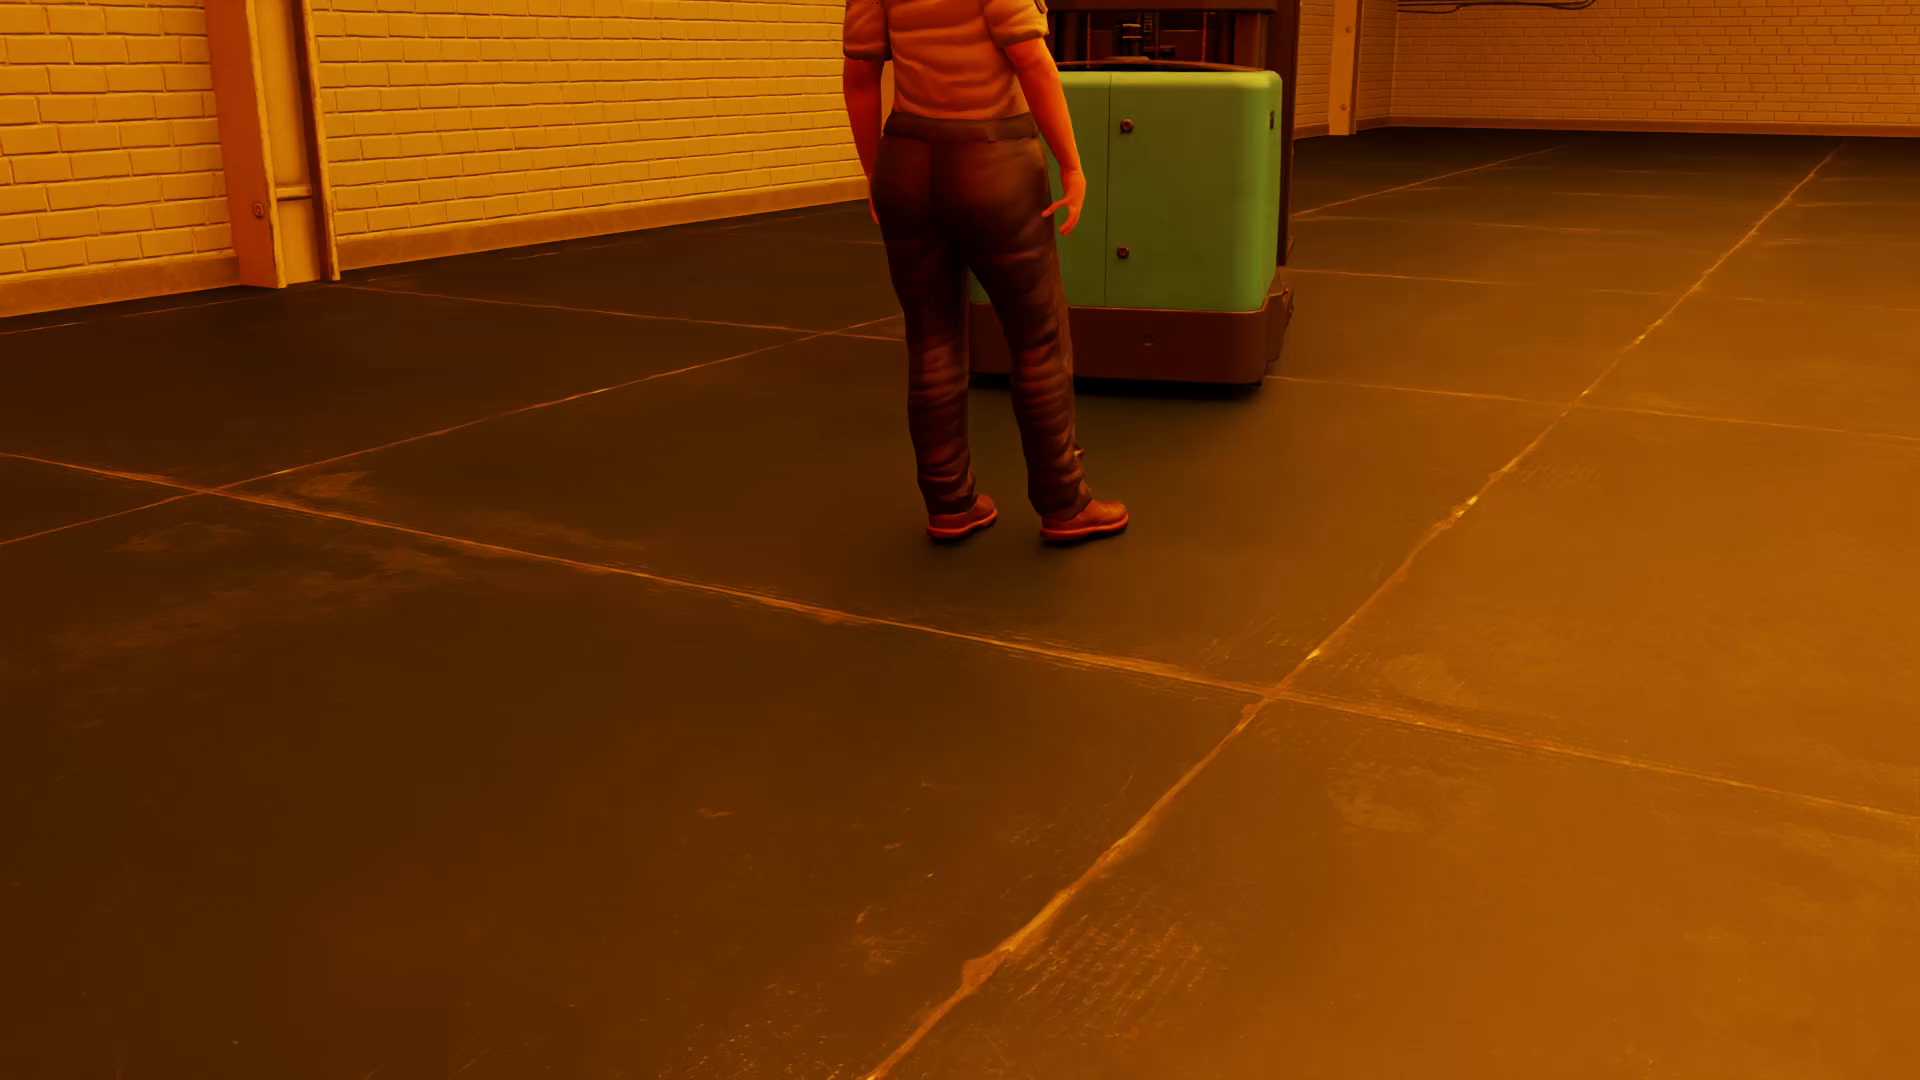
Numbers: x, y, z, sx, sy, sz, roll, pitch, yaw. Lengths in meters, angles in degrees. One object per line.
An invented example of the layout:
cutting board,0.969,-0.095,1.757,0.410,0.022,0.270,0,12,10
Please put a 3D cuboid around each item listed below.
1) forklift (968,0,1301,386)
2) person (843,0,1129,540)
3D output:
forklift,0.834,-2.302,6.669,1.130,2.935,3.031,4,17,13
person,0.063,-0.816,3.870,0.599,1.650,0.503,9,19,28
